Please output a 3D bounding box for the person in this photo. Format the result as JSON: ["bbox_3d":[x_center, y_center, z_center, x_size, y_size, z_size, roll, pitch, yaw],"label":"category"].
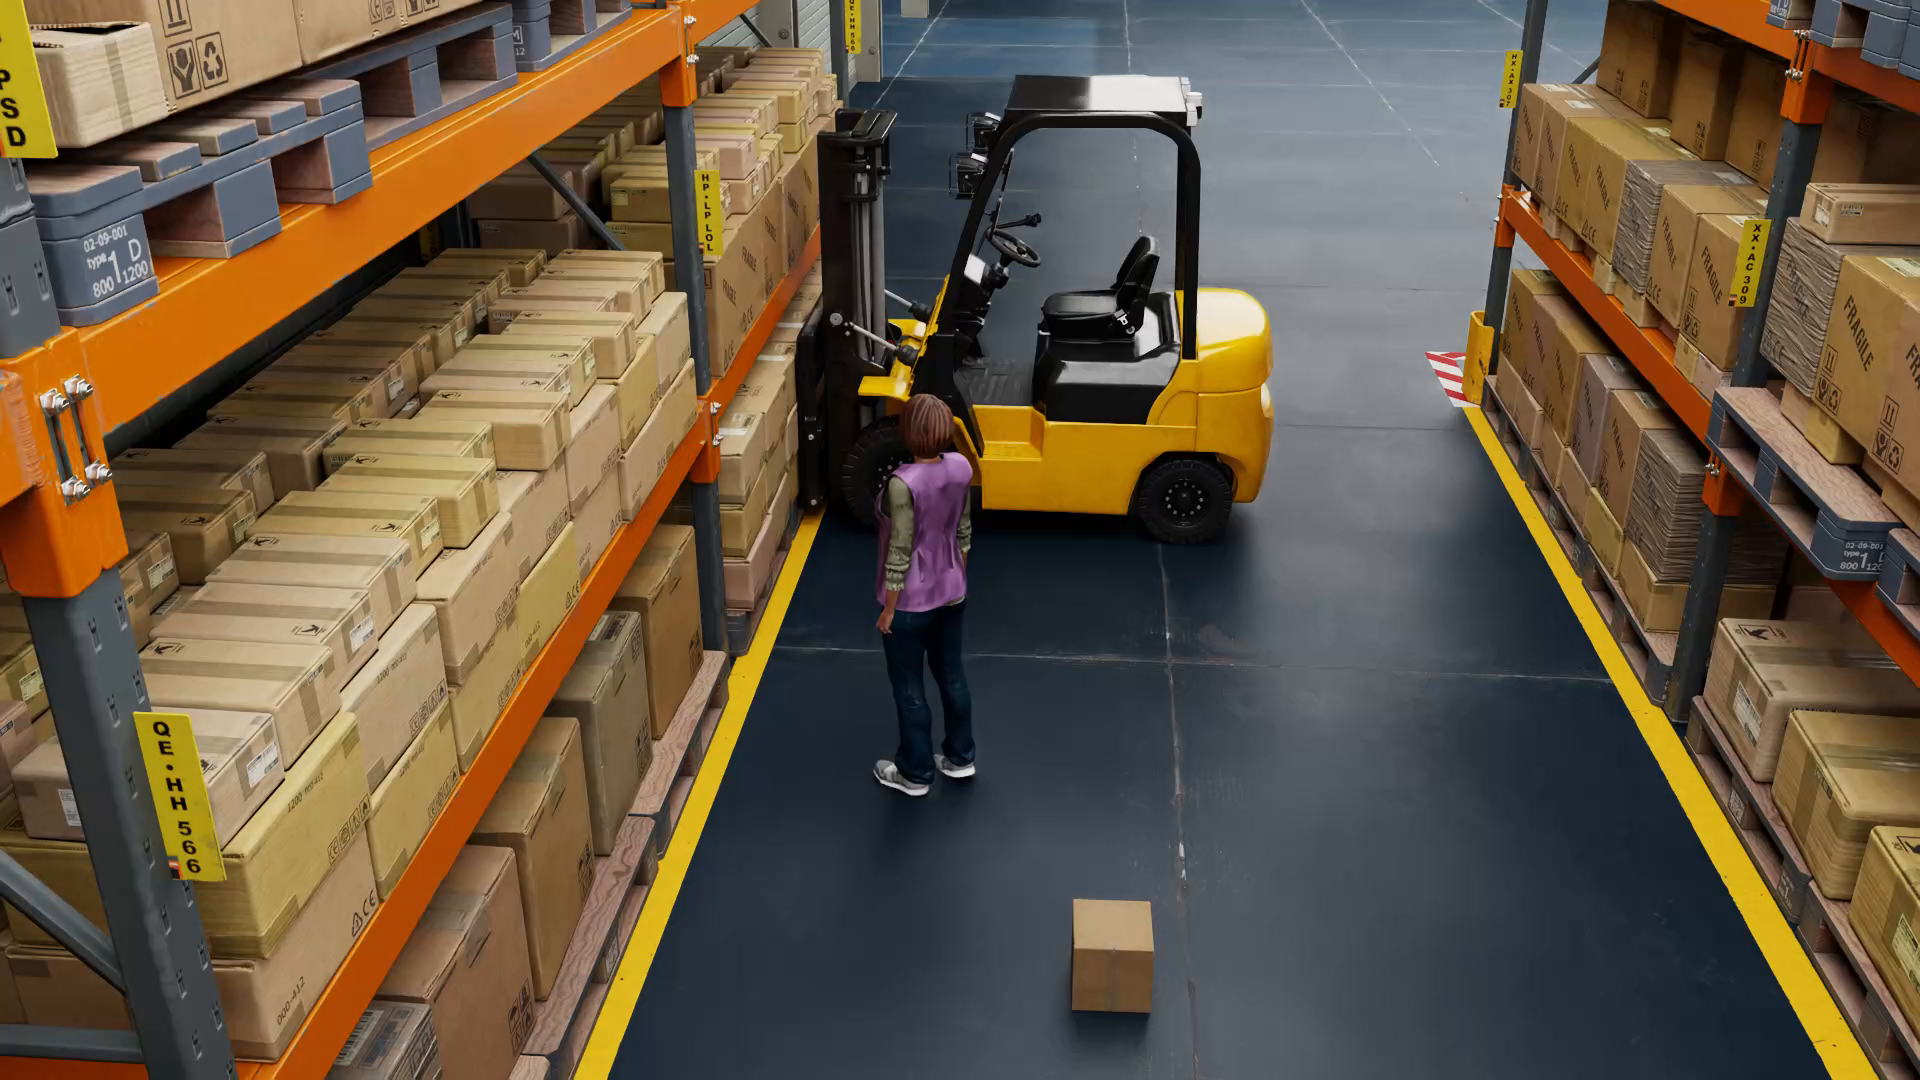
[{"bbox_3d":[-0.145,0.231,6.170,0.413,1.623,0.334,-22,33,-39],"label":"person"}]
